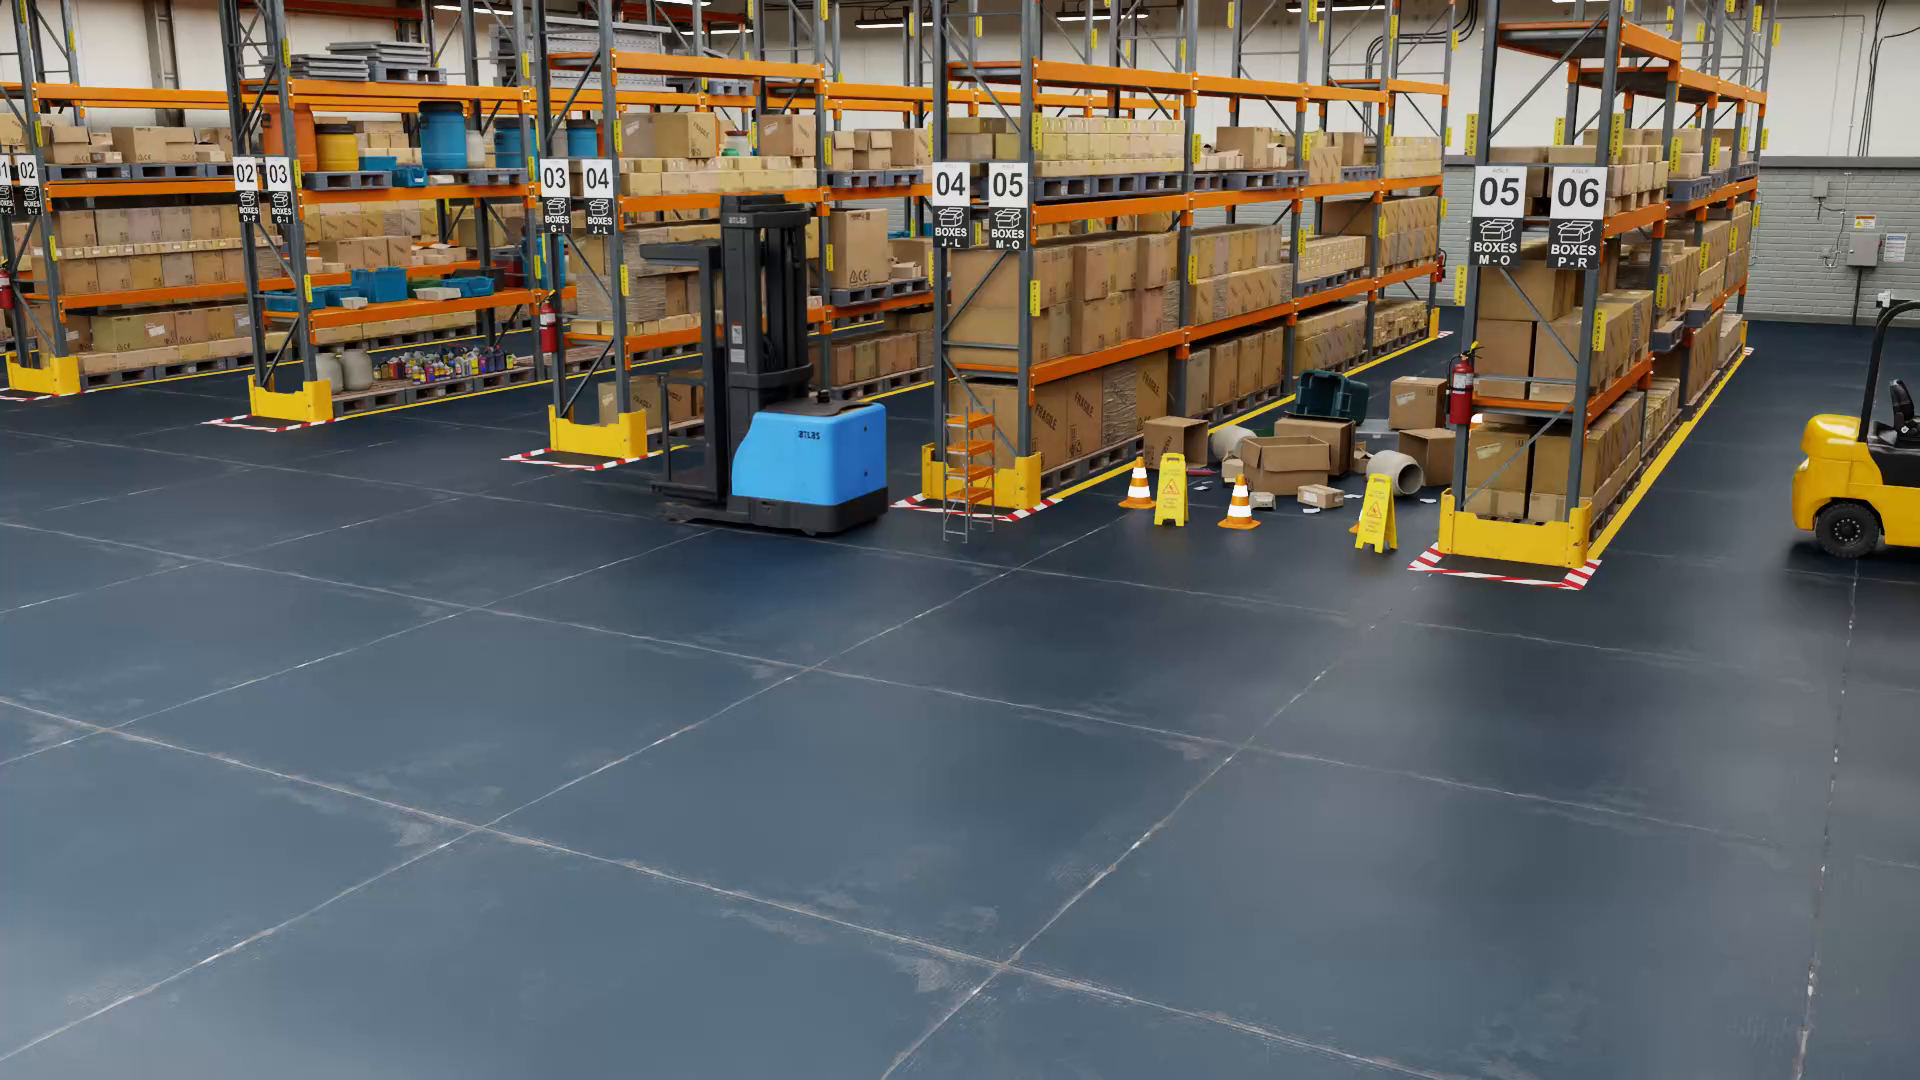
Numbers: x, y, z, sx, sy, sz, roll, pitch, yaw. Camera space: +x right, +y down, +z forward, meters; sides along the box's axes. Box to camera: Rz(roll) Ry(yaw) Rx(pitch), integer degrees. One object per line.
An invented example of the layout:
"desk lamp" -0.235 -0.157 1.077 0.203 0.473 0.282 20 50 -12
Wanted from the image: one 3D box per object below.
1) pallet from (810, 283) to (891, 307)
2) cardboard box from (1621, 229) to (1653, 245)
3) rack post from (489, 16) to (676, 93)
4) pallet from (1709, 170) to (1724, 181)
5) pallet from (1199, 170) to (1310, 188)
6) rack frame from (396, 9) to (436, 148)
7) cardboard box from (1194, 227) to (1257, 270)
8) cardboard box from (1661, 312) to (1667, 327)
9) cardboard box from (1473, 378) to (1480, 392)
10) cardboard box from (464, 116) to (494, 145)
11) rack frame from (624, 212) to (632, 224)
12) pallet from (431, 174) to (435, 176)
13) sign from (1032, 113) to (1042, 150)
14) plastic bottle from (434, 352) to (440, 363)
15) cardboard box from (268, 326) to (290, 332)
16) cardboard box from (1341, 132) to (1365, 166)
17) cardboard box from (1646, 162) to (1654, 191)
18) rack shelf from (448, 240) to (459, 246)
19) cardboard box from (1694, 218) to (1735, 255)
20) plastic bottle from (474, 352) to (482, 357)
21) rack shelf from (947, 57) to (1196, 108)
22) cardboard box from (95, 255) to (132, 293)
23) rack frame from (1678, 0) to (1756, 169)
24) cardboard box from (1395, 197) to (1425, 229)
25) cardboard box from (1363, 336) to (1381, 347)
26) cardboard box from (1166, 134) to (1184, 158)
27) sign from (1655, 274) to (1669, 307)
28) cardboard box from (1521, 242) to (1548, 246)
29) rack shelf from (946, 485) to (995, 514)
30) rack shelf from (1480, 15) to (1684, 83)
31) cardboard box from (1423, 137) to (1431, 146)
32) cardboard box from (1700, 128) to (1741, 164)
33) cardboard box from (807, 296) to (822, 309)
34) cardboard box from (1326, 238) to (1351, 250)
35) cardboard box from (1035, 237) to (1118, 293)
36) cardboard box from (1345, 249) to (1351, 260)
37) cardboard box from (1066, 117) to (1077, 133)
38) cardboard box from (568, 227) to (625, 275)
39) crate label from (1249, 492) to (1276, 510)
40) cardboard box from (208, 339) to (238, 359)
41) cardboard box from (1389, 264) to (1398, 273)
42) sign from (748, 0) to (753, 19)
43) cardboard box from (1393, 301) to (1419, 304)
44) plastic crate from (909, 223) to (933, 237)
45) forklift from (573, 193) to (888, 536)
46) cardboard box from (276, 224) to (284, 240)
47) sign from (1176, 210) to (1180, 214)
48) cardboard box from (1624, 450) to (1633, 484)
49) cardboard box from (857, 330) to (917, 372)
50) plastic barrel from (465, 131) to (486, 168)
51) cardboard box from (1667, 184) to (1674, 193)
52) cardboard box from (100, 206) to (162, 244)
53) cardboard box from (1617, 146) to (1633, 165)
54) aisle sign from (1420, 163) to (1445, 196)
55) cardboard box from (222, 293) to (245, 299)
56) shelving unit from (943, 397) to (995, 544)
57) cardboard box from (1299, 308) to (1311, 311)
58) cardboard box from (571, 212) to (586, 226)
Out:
"pallet" -1.650 -3.297 22.219 1.003 0.211 1.213 7 15 28
"cardboard box" 8.483 -3.618 20.796 0.500 0.500 0.500 7 15 27
"rack post" -5.606 -7.239 24.932 1.013 1.000 3.121 7 15 28
"pallet" 9.265 -4.682 21.558 1.003 0.211 1.213 8 16 31
"pallet" 3.815 -4.716 21.700 1.213 0.211 1.003 8 16 31
"rack frame" -11.288 -9.492 34.703 1.000 3.000 0.127 7 15 28
"cardboard box" 3.365 -3.722 21.227 0.700 0.500 0.500 7 15 27
"cardboard box" 7.201 -2.337 17.468 0.380 0.149 0.250 8 16 29
"cardboard box" 4.614 -1.350 14.270 0.380 0.149 0.250 7 15 27
"cardboard box" -8.667 -7.276 29.566 0.500 0.500 0.500 7 15 28
"rack frame" -6.949 -6.015 33.082 1.000 3.000 0.127 7 15 28
"pallet" -9.133 -6.411 28.729 1.213 0.211 1.003 8 16 31
"sign" 0.696 -3.704 15.065 0.100 0.325 0.005 7 15 28
"plastic bottle" -7.366 -2.507 23.415 0.097 0.271 0.097 0 14 0
"cardboard box" -10.870 -3.359 27.036 0.500 0.250 0.500 7 15 27
"cardboard box" 5.734 -5.954 25.323 0.700 0.500 0.500 7 15 28
"cardboard box" 6.048 -3.329 15.229 0.500 0.250 0.500 7 15 27
"rack shelf" -10.321 -6.636 37.193 1.077 0.370 4.000 7 15 28
"cardboard box" 10.838 -4.374 23.928 0.500 0.500 0.500 7 15 28
"plastic bottle" -6.776 -2.509 23.412 0.152 0.276 0.135 7 15 28
"rack shelf" 1.179 -4.629 16.924 1.077 0.370 4.000 7 15 28
"cardboard box" -12.264 -3.804 23.698 0.700 0.500 0.500 8 16 29
"rack frame" 10.396 -6.685 23.063 1.000 3.000 0.127 7 15 28
"cardboard box" 7.455 -5.475 27.862 0.500 0.500 0.500 8 16 31
"cardboard box" 6.471 -3.165 26.450 0.380 0.149 0.250 7 15 26
"cardboard box" 2.133 -4.320 18.229 0.500 0.250 0.500 7 15 27
"sign" 7.007 -2.488 16.608 0.100 0.325 0.005 7 15 28
"cardboard box" 5.593 -2.539 15.682 0.700 0.500 0.500 7 15 27
"rack shelf" 0.080 -0.359 14.596 0.258 0.148 0.480 7 15 28
"rack shelf" 5.562 -4.282 14.637 1.077 0.370 4.000 7 15 28
"cardboard box" 7.683 -6.691 27.891 0.380 0.149 0.250 8 16 29
"cardboard box" 10.864 -5.625 23.743 0.500 0.500 0.500 8 16 29
"cardboard box" -1.993 -3.051 21.323 0.380 0.149 0.250 7 15 28
"cardboard box" 5.608 -4.414 24.812 0.380 0.149 0.250 7 15 28
"cardboard box" 1.143 -2.863 17.384 0.875 0.550 0.500 7 15 28
"cardboard box" 5.617 -4.270 24.851 0.380 0.149 0.250 7 15 26
"cardboard box" 0.898 -3.960 15.883 0.380 0.149 0.250 7 15 27
"cardboard box" -4.031 -3.250 18.631 0.500 0.500 0.500 7 15 28
"crate label" 2.863 -0.374 15.792 0.250 0.136 0.298 0 14 -1
"cardboard box" -11.329 -2.915 25.196 0.500 0.250 0.500 7 15 28
"cardboard box" 6.896 -4.429 27.041 0.380 0.149 0.250 8 16 29
"sign" -2.635 -6.759 21.040 0.100 0.325 0.005 7 15 28
"cardboard box" 7.742 -4.055 28.869 0.380 0.149 0.250 8 16 29
"plastic crate" -0.680 -6.230 33.771 0.616 0.435 0.499 7 15 28
"forklift" -2.210 -1.682 15.256 3.031 2.935 1.130 7 15 26
"cardboard box" -13.224 -6.084 32.480 0.500 0.500 0.500 7 15 28
"sign" 4.123 -6.326 31.397 0.100 0.325 0.005 7 15 28
"cardboard box" 6.229 -0.733 16.143 0.500 0.250 0.500 7 15 27
"cardboard box" -1.044 -2.697 23.717 0.700 0.500 0.500 9 16 33
"plastic barrel" -6.863 -5.462 23.255 0.421 0.512 0.421 0 14 0
"cardboard box" 7.750 -4.140 18.687 0.797 0.503 0.637 7 15 28
"cardboard box" -11.996 -4.549 24.022 0.700 0.500 0.500 7 15 28
"cardboard box" 5.414 -3.221 13.929 0.380 0.149 0.250 7 15 28
"aisle sign" 8.245 -6.374 29.026 0.394 0.787 0.004 7 15 28
"cardboard box" -13.875 -4.507 31.223 0.700 0.500 0.500 7 15 28
"shelving unit" 0.080 -0.617 14.534 0.258 1.200 0.503 7 15 28
"cardboard box" 4.920 -3.327 24.771 0.500 0.250 0.500 8 16 30
"cardboard box" -7.374 -6.196 32.723 0.700 0.500 0.500 2 14 9
